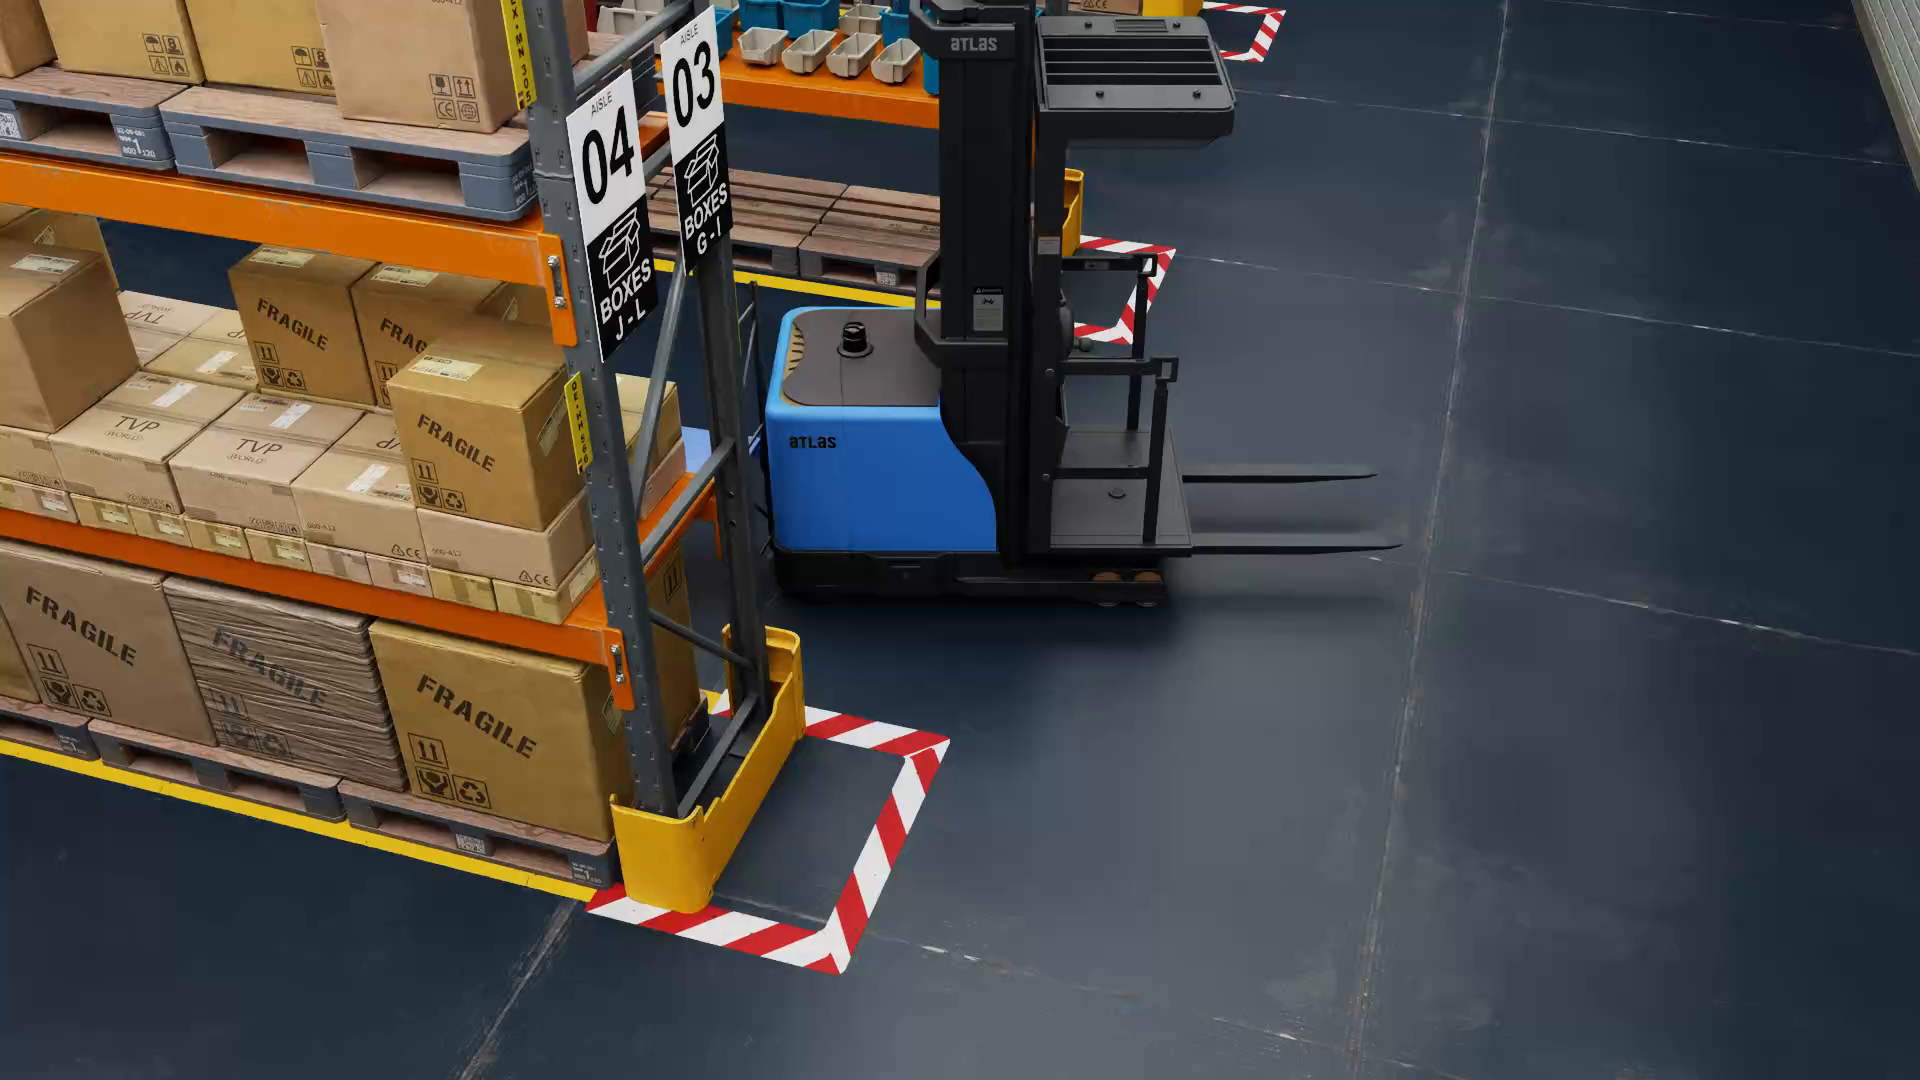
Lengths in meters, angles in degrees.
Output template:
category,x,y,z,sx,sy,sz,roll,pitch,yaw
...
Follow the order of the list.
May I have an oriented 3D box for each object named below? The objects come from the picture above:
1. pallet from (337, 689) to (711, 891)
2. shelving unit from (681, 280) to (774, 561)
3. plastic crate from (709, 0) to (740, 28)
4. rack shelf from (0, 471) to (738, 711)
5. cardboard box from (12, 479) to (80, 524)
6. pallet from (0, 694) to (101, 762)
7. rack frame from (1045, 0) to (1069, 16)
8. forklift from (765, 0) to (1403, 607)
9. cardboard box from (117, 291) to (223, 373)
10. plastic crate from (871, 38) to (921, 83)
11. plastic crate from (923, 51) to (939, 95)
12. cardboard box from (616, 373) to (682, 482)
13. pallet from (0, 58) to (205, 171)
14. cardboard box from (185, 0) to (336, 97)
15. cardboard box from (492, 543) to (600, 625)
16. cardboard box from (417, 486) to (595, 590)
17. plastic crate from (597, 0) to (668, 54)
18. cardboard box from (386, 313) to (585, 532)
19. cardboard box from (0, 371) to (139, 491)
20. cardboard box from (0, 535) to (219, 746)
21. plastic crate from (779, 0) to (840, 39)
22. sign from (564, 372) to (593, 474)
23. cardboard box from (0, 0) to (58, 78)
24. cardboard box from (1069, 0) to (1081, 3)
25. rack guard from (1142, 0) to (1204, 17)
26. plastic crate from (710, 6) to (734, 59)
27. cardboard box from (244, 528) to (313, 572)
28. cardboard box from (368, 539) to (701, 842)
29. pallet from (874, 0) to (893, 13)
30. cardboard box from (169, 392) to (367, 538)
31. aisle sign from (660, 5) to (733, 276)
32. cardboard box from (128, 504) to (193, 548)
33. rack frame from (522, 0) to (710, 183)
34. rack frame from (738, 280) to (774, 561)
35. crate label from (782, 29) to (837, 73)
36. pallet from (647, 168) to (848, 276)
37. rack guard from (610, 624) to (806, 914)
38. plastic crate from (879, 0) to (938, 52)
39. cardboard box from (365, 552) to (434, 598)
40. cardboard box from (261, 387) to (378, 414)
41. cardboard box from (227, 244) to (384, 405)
category,x,y,z,sx,sy,sz,roll,pitch,yaw
pallet,-1.807,0.916,7.012,1.213,0.211,1.003,10,38,14
shelving unit,-1.482,-0.500,7.850,1.048,1.500,0.538,9,37,12
plastic crate,-1.610,-3.400,10.695,0.466,0.136,0.293,10,38,14
rack shelf,-2.929,-0.174,6.747,4.000,0.370,1.077,10,38,14
cardboard box,-3.418,-0.246,6.451,0.250,0.149,0.380,11,38,14
pallet,-4.136,0.485,7.598,1.213,0.211,1.003,10,38,14
rack frame,0.457,-2.912,9.861,0.127,3.000,1.000,10,38,14
forklift,0.625,-1.178,7.563,3.031,2.935,1.130,0,36,0
cardboard box,-3.357,-0.767,6.822,0.500,0.250,0.500,11,38,15
plastic crate,-0.376,-2.872,9.978,0.243,0.136,0.396,10,38,14
plastic crate,0.081,-2.904,9.770,0.499,0.435,0.616,10,38,14
cardboard box,-1.398,-0.407,6.333,0.500,0.250,0.500,10,37,13
pallet,-2.900,-1.622,5.653,1.213,0.211,1.003,10,38,14
cardboard box,-2.034,-1.797,5.292,0.500,0.500,0.700,9,37,12
cardboard box,-1.458,0.115,5.961,0.250,0.149,0.380,11,38,15
cardboard box,-1.562,-0.105,5.923,0.500,0.250,0.500,10,38,13
plastic crate,-1.959,-3.222,10.331,0.530,0.282,0.437,10,38,14
cardboard box,-1.564,-0.409,5.703,0.500,0.500,0.500,11,38,14
cardboard box,-3.499,-0.466,6.413,0.500,0.250,0.500,11,38,15
cardboard box,-3.373,0.191,7.084,0.875,0.875,0.875,10,38,14
plastic crate,-0.938,-3.332,10.522,0.300,0.233,0.416,10,38,14
sign,-1.195,-0.367,5.227,0.005,0.325,0.100,10,38,14
cardboard box,-3.105,-1.900,5.433,0.500,0.500,0.700,12,38,16
cardboard box,0.985,-4.830,14.485,0.250,0.166,0.380,10,38,14
rack guard,1.865,-4.721,14.428,0.348,0.500,1.175,10,38,14
plastic crate,-1.580,-3.087,10.189,0.300,0.233,0.416,10,38,14
cardboard box,-2.434,-0.065,6.205,0.250,0.149,0.380,10,37,13
cardboard box,-1.655,0.509,6.651,0.875,0.875,0.875,10,38,14
pallet,-0.057,-4.962,14.998,1.213,0.211,1.003,10,38,14
cardboard box,-2.532,-0.285,6.167,0.500,0.250,0.500,9,37,12
aisle sign,-0.862,-1.314,5.497,0.004,0.787,0.394,10,38,14
cardboard box,-2.917,-0.156,6.328,0.250,0.149,0.380,11,38,15
rack frame,-1.020,-2.526,4.276,0.127,3.000,1.000,10,38,14
rack frame,-0.991,-0.424,7.745,0.032,1.500,0.500,9,37,12
crate label,-0.921,-2.967,10.107,0.243,0.136,0.396,10,38,14
pallet,-1.480,-2.174,11.210,1.213,0.211,1.003,10,38,14
rack guard,-0.997,0.901,6.789,0.348,0.500,1.175,10,38,14
plastic crate,-0.309,-3.215,10.364,0.300,0.233,0.416,10,38,14
cardboard box,-1.948,0.024,6.083,0.250,0.149,0.380,11,38,14
cardboard box,-2.375,-0.586,6.576,0.500,0.250,0.500,9,37,12
cardboard box,-2.372,-0.885,6.351,0.500,0.500,0.500,10,37,13
